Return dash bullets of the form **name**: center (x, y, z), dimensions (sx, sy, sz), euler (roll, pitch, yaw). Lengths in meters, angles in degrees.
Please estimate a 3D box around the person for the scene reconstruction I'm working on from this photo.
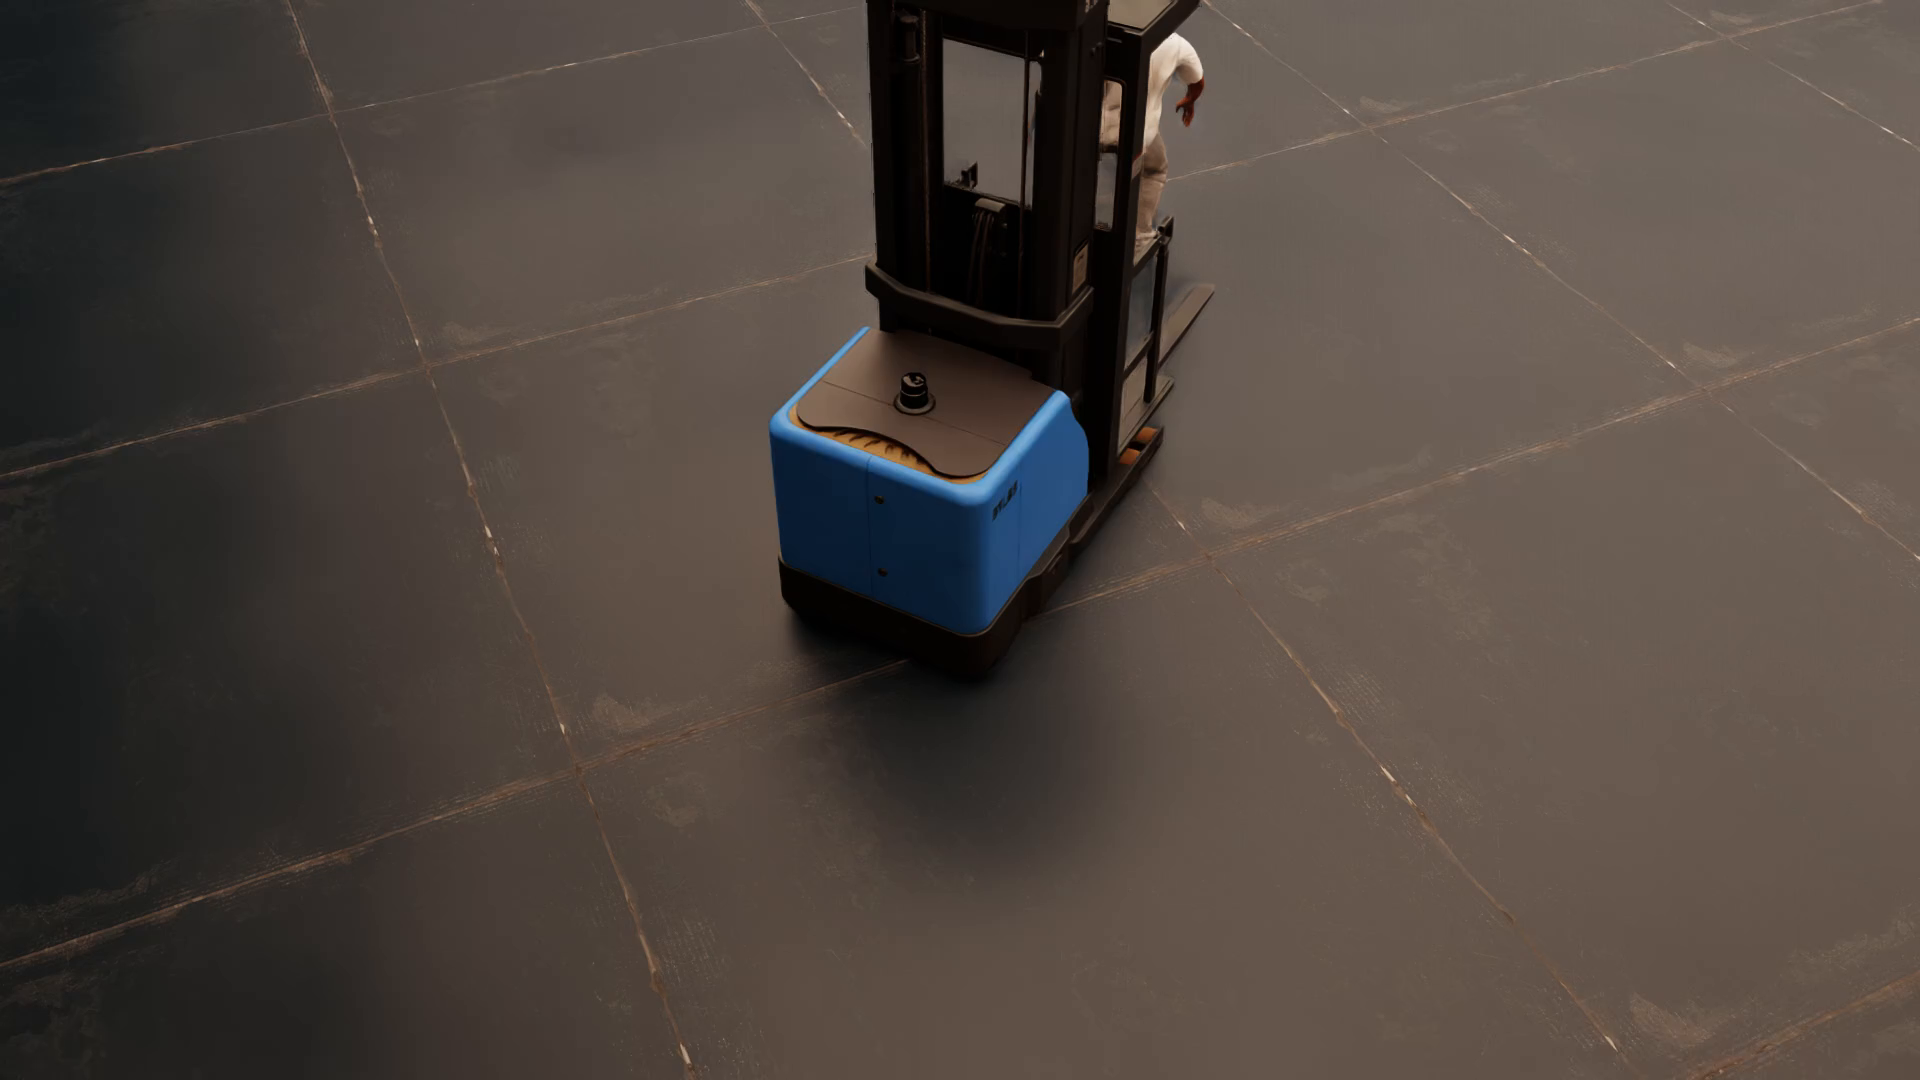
- **person**: center (0.878, -2.347, 9.078), dimensions (0.858, 1.583, 0.621), euler (8, 44, 8)

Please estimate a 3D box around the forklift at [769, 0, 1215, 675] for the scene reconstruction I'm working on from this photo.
- **forklift**: center (0.353, -1.492, 7.279), dimensions (1.130, 2.935, 3.031), euler (21, 47, 21)
